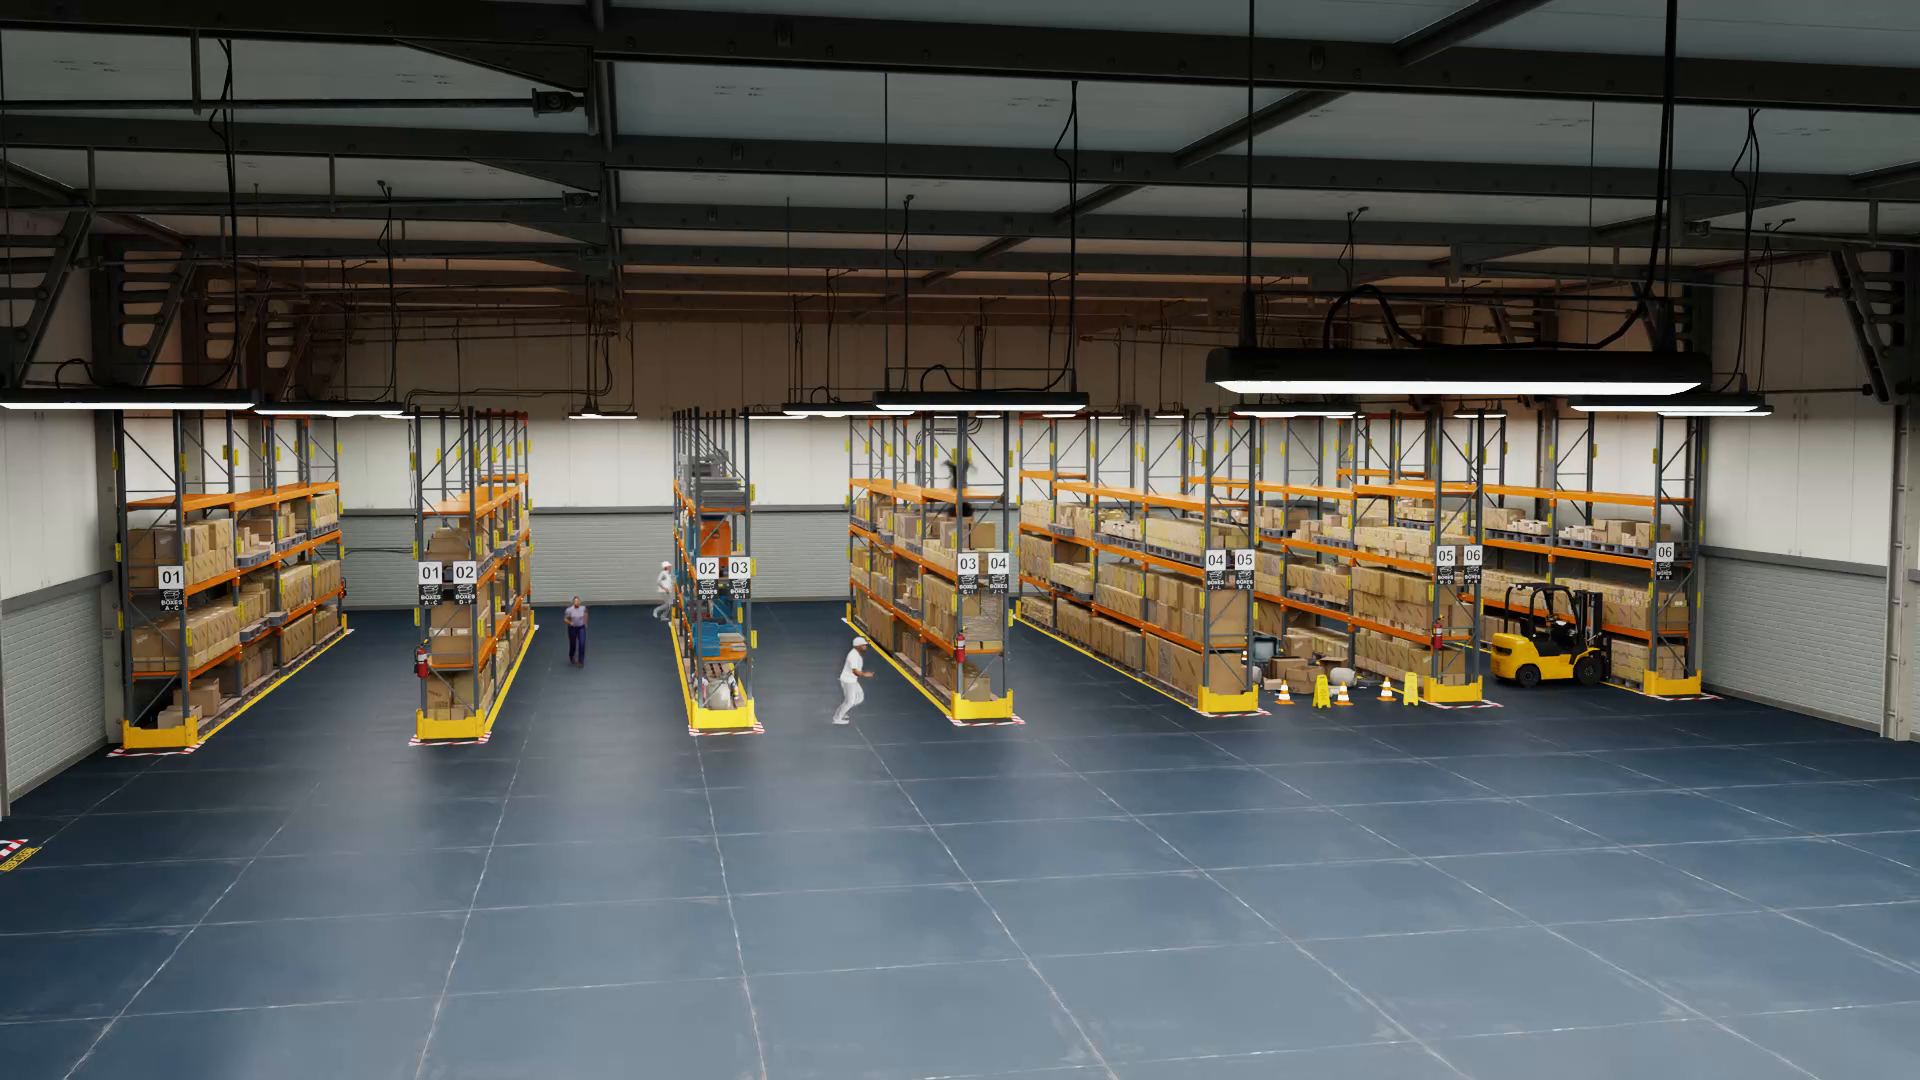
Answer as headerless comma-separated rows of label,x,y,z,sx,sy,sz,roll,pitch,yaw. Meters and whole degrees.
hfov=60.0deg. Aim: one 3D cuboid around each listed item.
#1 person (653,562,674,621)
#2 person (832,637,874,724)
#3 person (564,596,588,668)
person,-8.540,1.470,47.975,0.549,1.698,0.674,1,4,10
person,-2.016,2.661,31.486,0.809,1.659,0.718,0,4,3
person,-9.006,2.137,39.012,0.563,1.658,0.931,-1,4,-18
